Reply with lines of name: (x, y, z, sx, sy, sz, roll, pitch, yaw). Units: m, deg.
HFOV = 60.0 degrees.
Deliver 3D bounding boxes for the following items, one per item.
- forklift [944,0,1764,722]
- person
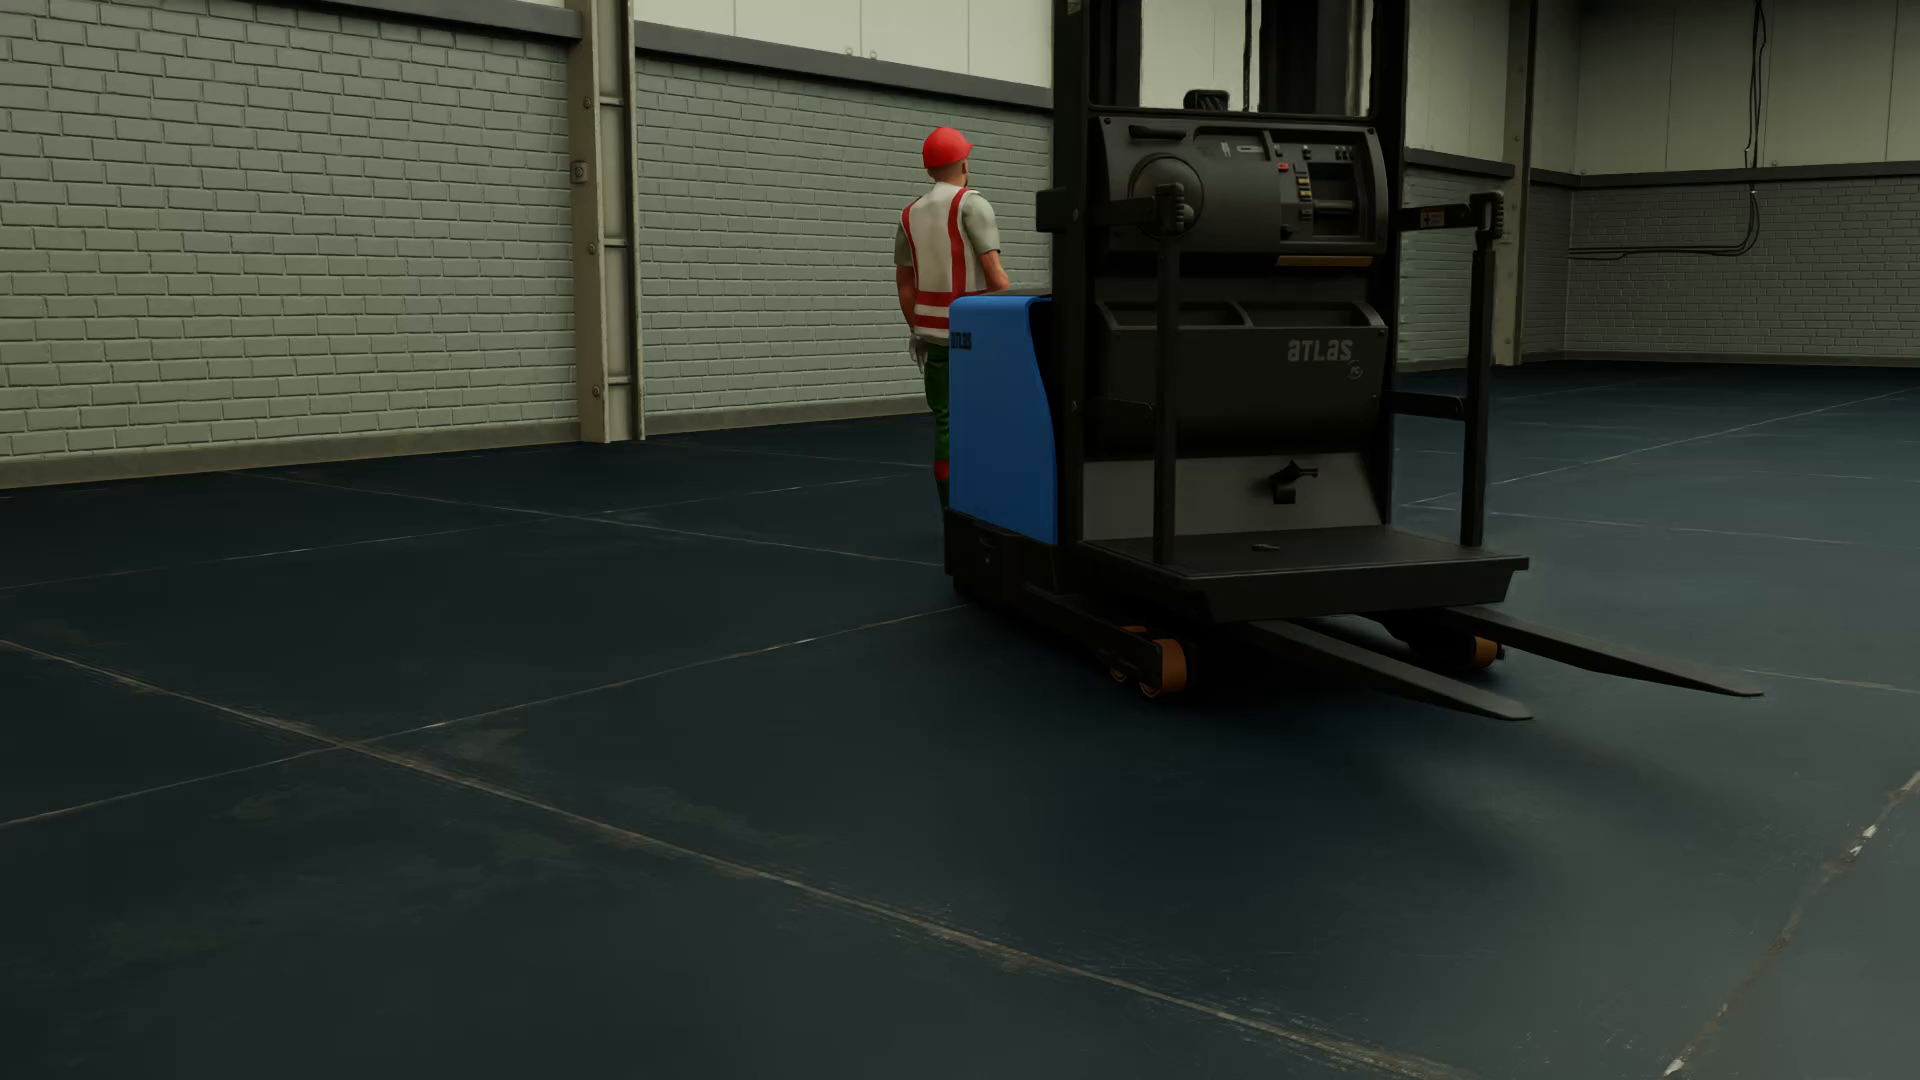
forklift: (0.920, -1.089, 4.724, 1.130, 2.935, 3.031, -3, 9, -20)
person: (0.059, -0.900, 7.329, 0.638, 1.787, 0.564, 7, 11, 38)
